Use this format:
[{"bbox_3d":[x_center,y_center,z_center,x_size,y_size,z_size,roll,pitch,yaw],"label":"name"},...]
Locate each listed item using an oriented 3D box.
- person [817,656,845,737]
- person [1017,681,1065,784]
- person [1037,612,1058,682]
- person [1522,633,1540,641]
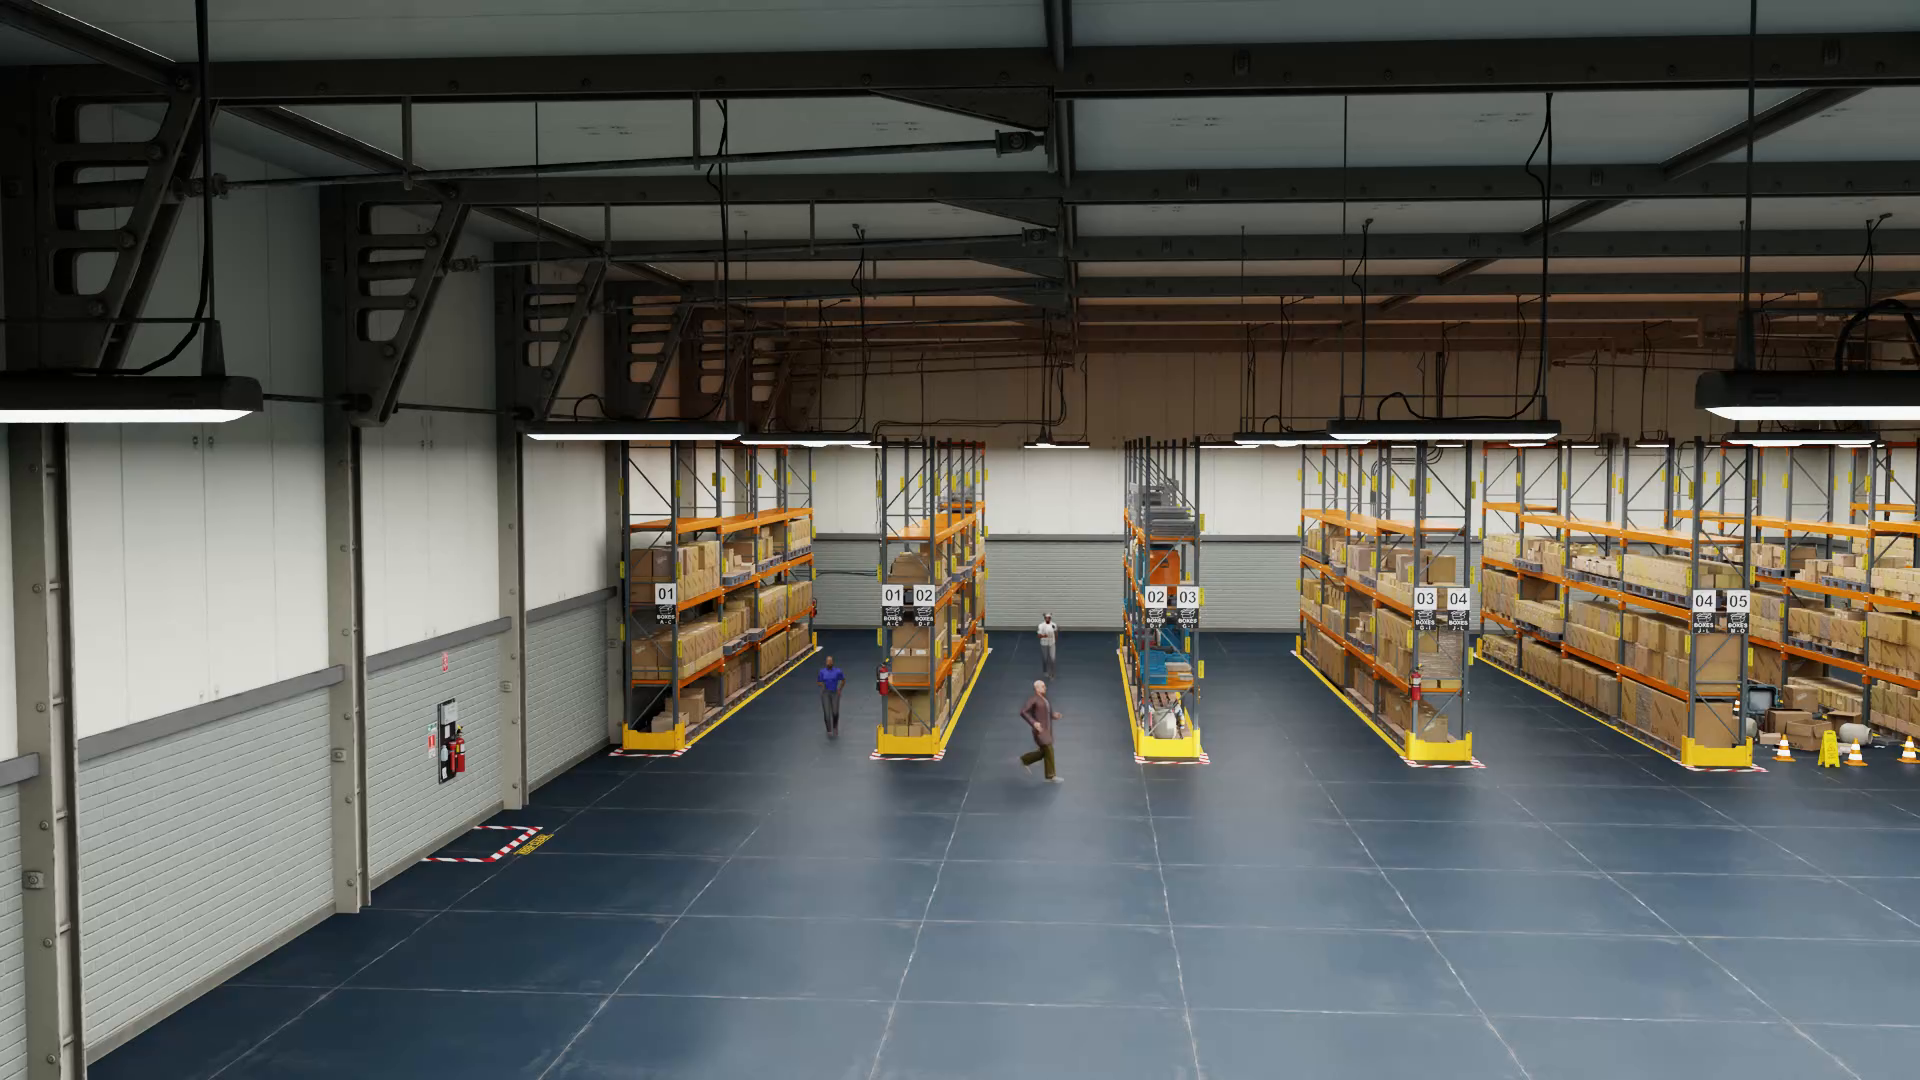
[{"bbox_3d":[-2.577,3.132,33.140,0.561,1.636,0.599,0,3,-1],"label":"person"},{"bbox_3d":[1.385,3.344,28.731,0.970,1.668,0.719,2,4,30],"label":"person"},{"bbox_3d":[2.195,2.657,41.565,0.564,1.754,0.794,0,3,-4],"label":"person"},{"bbox_3d":[16.101,2.316,47.424,0.671,1.731,0.871,-2,4,-32],"label":"person"}]
